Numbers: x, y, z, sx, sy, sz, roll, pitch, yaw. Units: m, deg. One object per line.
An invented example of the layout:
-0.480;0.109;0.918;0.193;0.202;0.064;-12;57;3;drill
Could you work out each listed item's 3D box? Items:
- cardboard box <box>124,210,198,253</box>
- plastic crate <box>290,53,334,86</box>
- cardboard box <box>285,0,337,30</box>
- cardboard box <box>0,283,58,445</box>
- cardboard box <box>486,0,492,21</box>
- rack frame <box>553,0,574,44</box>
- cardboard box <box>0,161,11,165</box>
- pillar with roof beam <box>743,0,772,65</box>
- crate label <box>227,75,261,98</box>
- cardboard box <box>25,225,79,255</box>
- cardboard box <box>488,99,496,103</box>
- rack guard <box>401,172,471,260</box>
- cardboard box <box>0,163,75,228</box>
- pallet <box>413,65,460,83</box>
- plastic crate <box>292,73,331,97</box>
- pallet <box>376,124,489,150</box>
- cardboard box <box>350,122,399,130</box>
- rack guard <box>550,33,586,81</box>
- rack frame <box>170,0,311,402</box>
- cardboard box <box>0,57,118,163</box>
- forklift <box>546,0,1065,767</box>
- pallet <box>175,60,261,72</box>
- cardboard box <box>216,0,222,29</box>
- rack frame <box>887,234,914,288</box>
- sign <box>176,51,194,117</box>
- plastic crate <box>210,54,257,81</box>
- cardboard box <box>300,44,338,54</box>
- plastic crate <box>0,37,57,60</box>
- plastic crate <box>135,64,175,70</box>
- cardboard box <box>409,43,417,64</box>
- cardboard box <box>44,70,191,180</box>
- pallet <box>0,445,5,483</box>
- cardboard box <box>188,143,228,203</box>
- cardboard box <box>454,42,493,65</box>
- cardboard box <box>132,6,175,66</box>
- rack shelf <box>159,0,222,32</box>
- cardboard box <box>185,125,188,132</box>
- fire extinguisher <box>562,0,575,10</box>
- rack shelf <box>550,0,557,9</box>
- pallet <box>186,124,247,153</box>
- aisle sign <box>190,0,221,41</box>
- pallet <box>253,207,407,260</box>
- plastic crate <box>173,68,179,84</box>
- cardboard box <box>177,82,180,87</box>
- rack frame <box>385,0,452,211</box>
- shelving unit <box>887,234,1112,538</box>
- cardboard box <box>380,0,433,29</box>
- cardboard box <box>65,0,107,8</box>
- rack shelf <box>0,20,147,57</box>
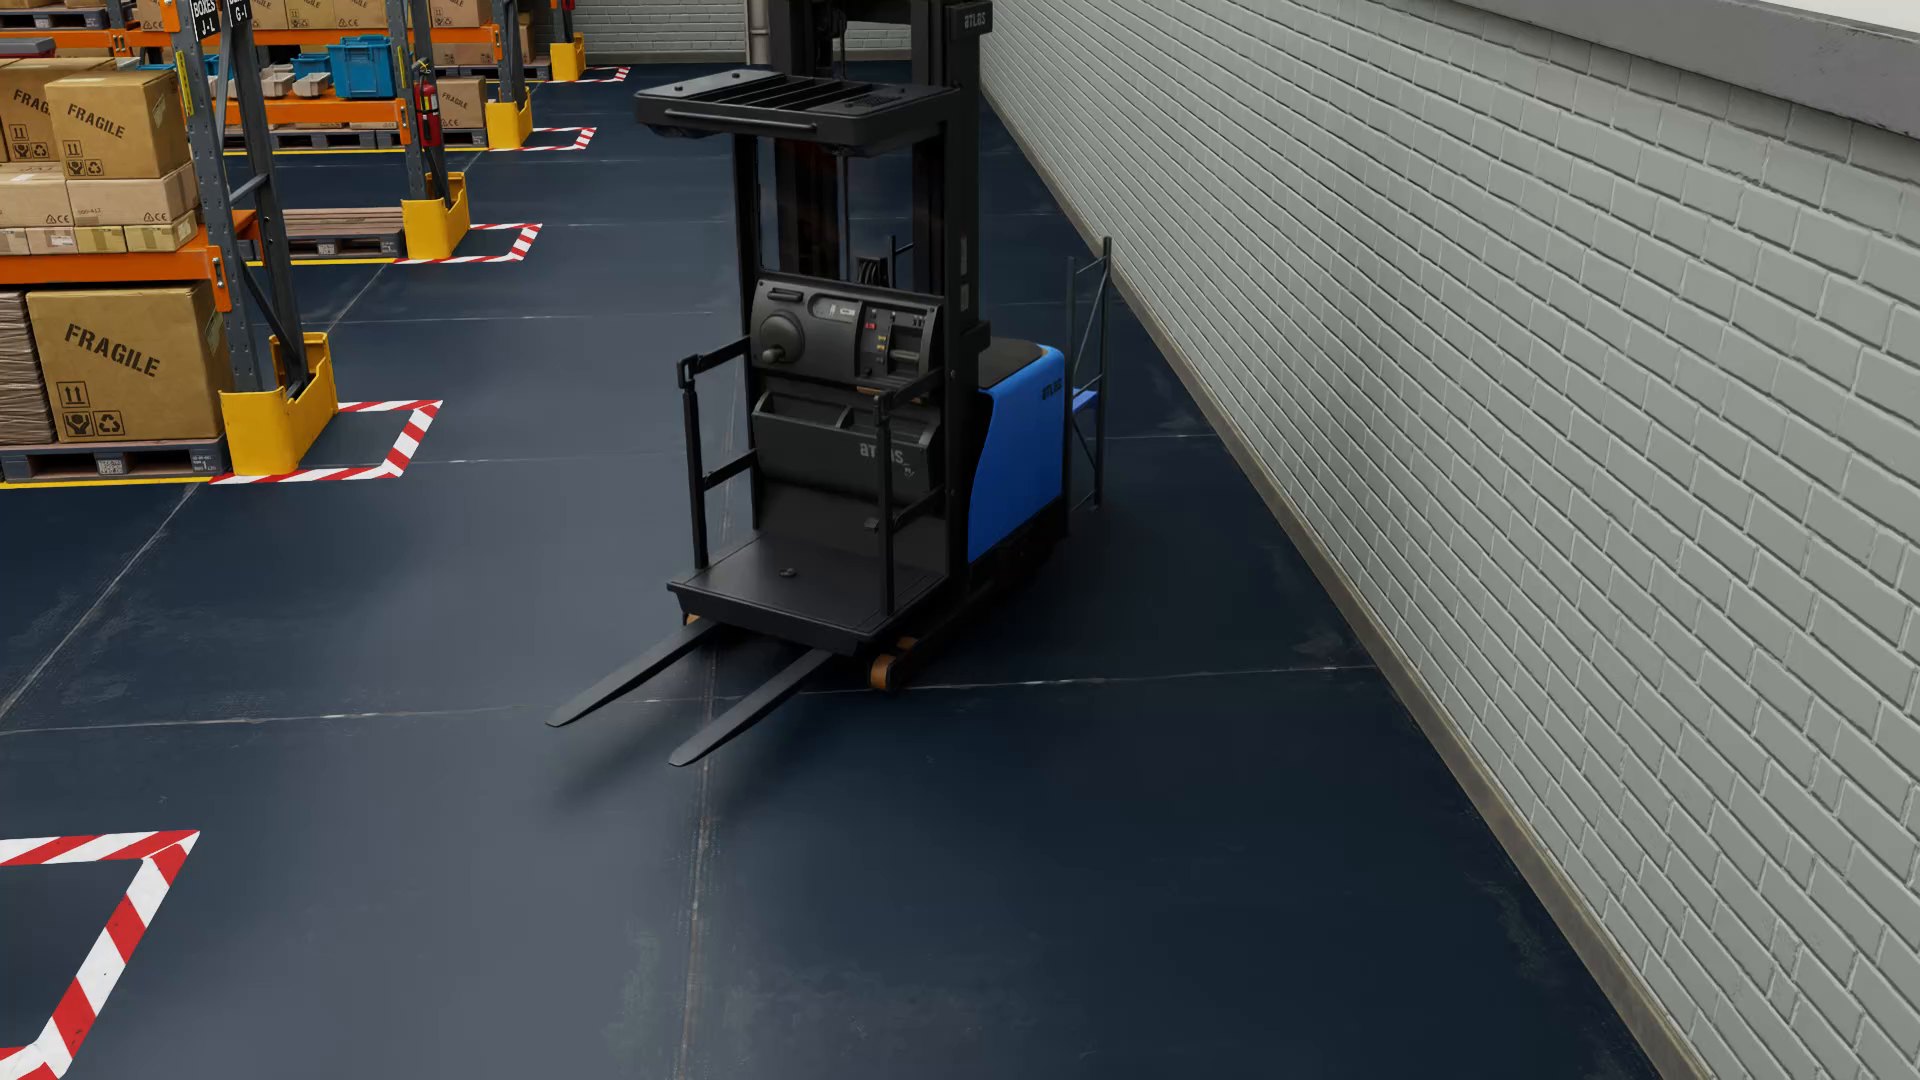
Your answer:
-4.427;-1.715;9.224;0.250;0.149;0.380;-2;24;-4;cardboard box
-5.525;-4.027;14.248;0.300;0.233;0.416;-2;24;-5;plastic crate
-7.009;-5.839;18.071;0.500;0.500;0.500;-3;24;-6;cardboard box
-5.640;-1.104;9.639;0.875;0.875;0.875;-2;24;-5;cardboard box
-5.543;-6.116;18.693;0.500;0.500;0.500;-2;24;-4;cardboard box
-5.566;-7.983;23.018;0.127;3.000;1.000;-2;24;-5;rack frame
-5.627;-2.092;9.582;0.500;0.250;0.500;-3;24;-7;cardboard box
-2.541;-9.442;18.913;0.400;9.000;9.100;-2;24;-5;pillar with roof beam
-5.951;-3.753;13.752;0.243;0.136;0.396;-2;24;-5;crate label
-4.937;-1.694;9.177;0.250;0.149;0.380;-2;24;-5;cardboard box
-5.526;-5.002;19.278;0.250;0.149;0.380;-2;24;-5;cardboard box
-4.570;-2.843;14.530;0.348;0.500;1.175;-2;24;-5;rack guard
-5.066;-1.898;9.145;0.500;0.250;0.500;-3;24;-6;cardboard box
-7.565;-6.598;23.334;1.213;0.211;1.003;-2;24;-5;pallet
-5.386;-3.780;13.812;0.243;0.136;0.396;-2;24;-5;plastic crate
-5.944;-4.671;19.000;1.213;0.211;1.003;-2;24;-5;pallet
-6.541;-4.779;18.652;0.500;0.250;0.500;-2;24;-5;cardboard box
-5.542;-6.842;23.528;0.348;0.500;1.175;-2;24;-5;rack guard
-4.105;-1.977;9.504;0.127;3.000;1.000;-2;24;-5;rack frame
-5.107;-2.457;9.480;0.500;0.500;0.500;-3;24;-6;cardboard box
-0.618;-0.885;7.131;1.130;2.935;3.031;13;27;26;forklift
-10.307;-6.488;23.087;1.213;0.211;1.003;-2;24;-5;pallet
-8.013;-5.799;17.981;0.500;0.500;0.500;-2;24;-4;cardboard box
-0.250;-0.977;9.102;0.032;1.500;0.500;12;26;24;rack frame
-4.066;-2.394;8.726;0.005;0.325;0.100;-2;24;-5;sign
-6.181;-4.000;14.189;0.300;0.233;0.416;-2;24;-5;plastic crate
-8.792;-6.862;23.055;0.500;0.500;0.700;-2;24;-4;cardboard box
-7.660;-3.810;13.476;0.583;0.464;0.402;-2;24;-5;plastic crate
-6.611;-3.744;13.613;0.300;0.233;0.416;-2;24;-5;plastic crate
-7.781;-6.900;23.141;0.500;0.500;0.700;-2;24;-4;cardboard box
-4.564;-2.261;9.039;0.500;0.500;0.500;-2;24;-4;cardboard box
-6.105;-0.592;9.821;1.213;0.211;1.003;-2;24;-5;pallet
-4.610;-2.134;9.677;0.500;0.250;0.500;-3;24;-7;cardboard box
-6.751;-6.944;23.241;0.500;0.500;0.700;-2;24;-5;cardboard box
-11.065;-6.918;22.751;0.750;0.750;0.750;-2;24;-4;cardboard box
-6.096;-2.939;8.862;4.000;0.370;1.077;-2;24;-5;rack shelf
-8.617;-4.723;18.452;0.500;0.311;0.500;-2;24;-5;cardboard box
-5.370;-7.597;22.703;0.183;0.674;0.296;-2;24;-5;fire extinguisher
-7.556;-7.575;22.984;4.000;0.370;1.077;-2;24;-5;rack shelf
-8.372;-4.574;18.781;1.213;0.211;1.003;-2;24;-5;pallet
-4.004;-3.046;8.710;0.004;0.787;0.394;-2;24;-5;aisle sign
-5.417;-2.687;14.536;1.213;0.211;1.003;-2;24;-5;pallet
-6.869;-3.917;14.120;0.466;0.136;0.293;-2;24;-5;plastic crate
-8.517;-5.018;18.882;0.500;0.500;0.500;-2;24;-5;cardboard box
-4.592;-3.979;14.008;0.127;3.000;1.000;-2;24;-5;rack frame
0.204;-0.884;8.892;1.048;1.500;0.538;12;26;24;shelving unit
-6.010;-5.877;18.155;0.500;0.500;0.500;-2;24;-5;cardboard box
-9.549;-6.130;18.209;0.500;0.500;0.700;-11;26;-23;cardboard box
-11.046;-5.413;18.121;4.000;0.370;1.077;-2;24;-5;rack shelf
